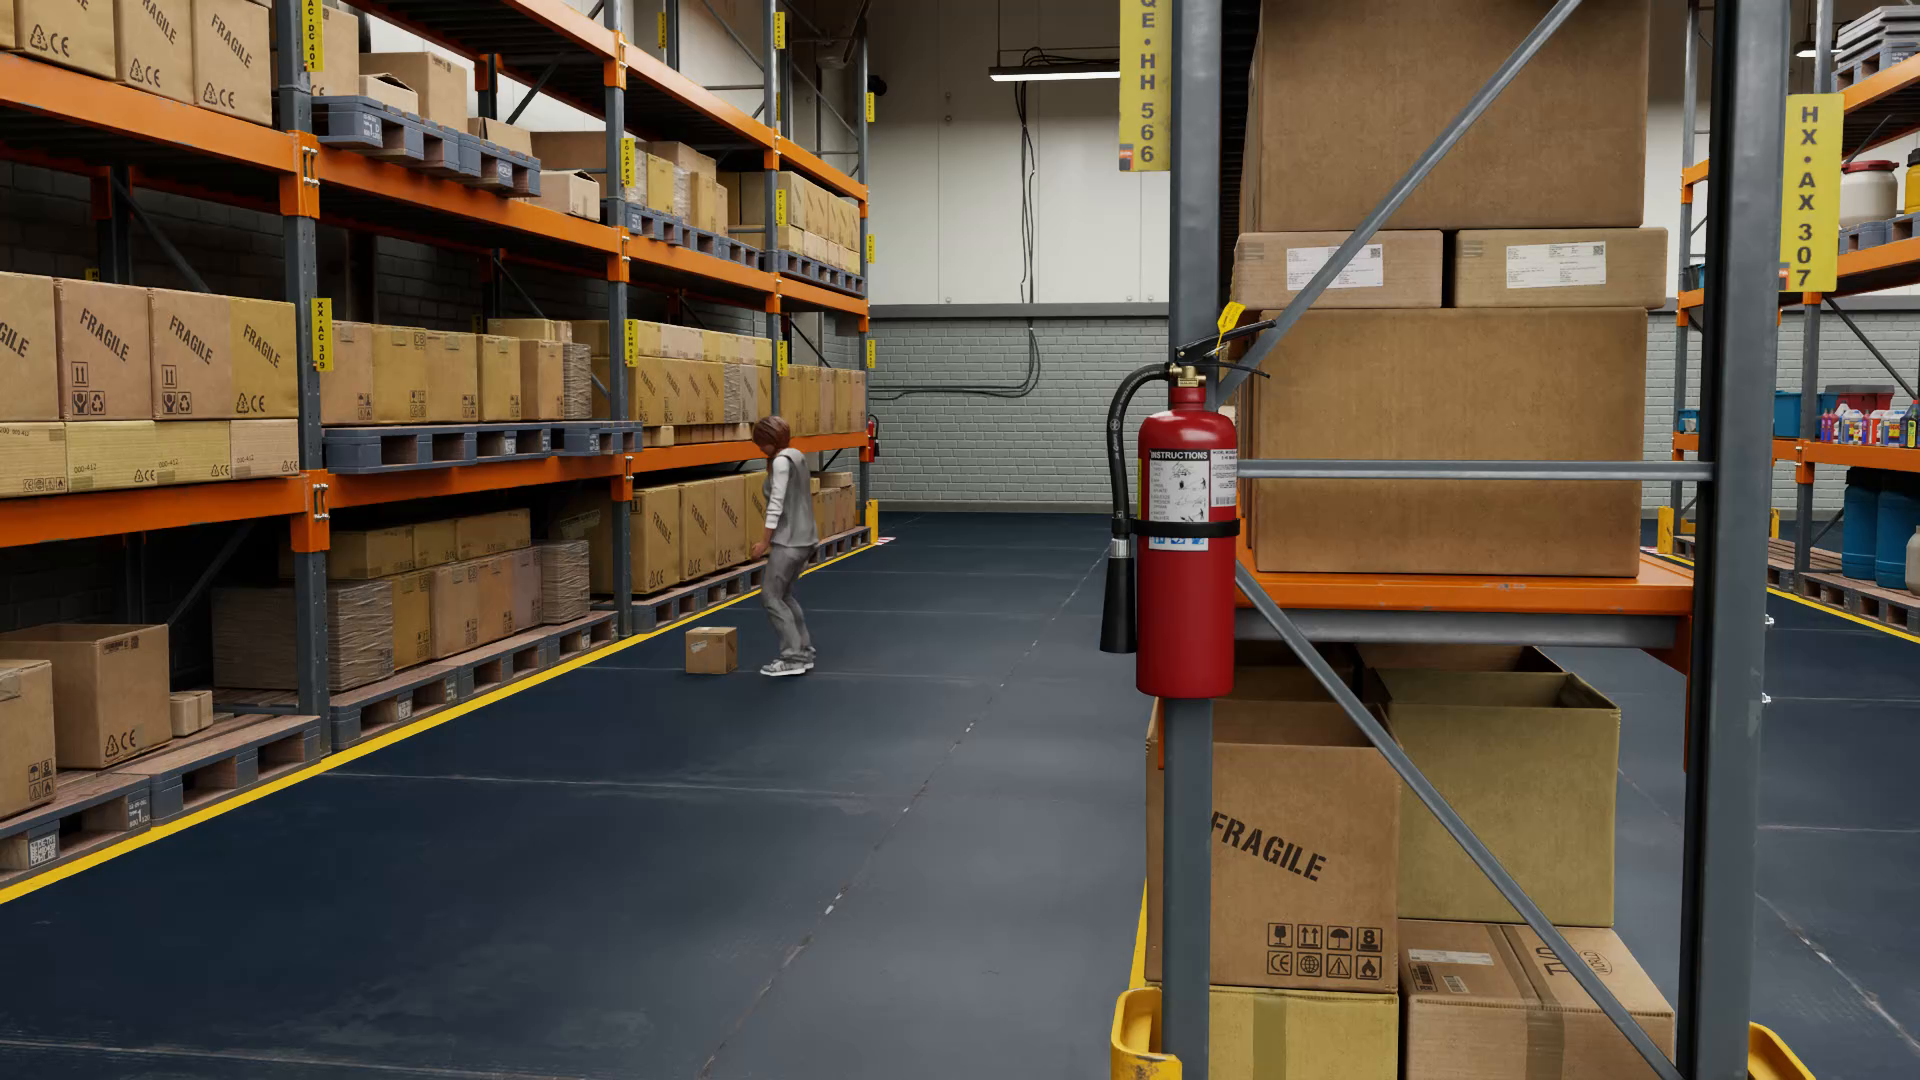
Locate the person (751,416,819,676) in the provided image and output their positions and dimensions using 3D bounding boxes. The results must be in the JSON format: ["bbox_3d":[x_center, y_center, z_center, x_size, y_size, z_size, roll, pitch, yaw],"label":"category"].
[{"bbox_3d":[-1.049,0.047,9.989,0.382,1.534,0.426,1,5,10],"label":"person"}]
